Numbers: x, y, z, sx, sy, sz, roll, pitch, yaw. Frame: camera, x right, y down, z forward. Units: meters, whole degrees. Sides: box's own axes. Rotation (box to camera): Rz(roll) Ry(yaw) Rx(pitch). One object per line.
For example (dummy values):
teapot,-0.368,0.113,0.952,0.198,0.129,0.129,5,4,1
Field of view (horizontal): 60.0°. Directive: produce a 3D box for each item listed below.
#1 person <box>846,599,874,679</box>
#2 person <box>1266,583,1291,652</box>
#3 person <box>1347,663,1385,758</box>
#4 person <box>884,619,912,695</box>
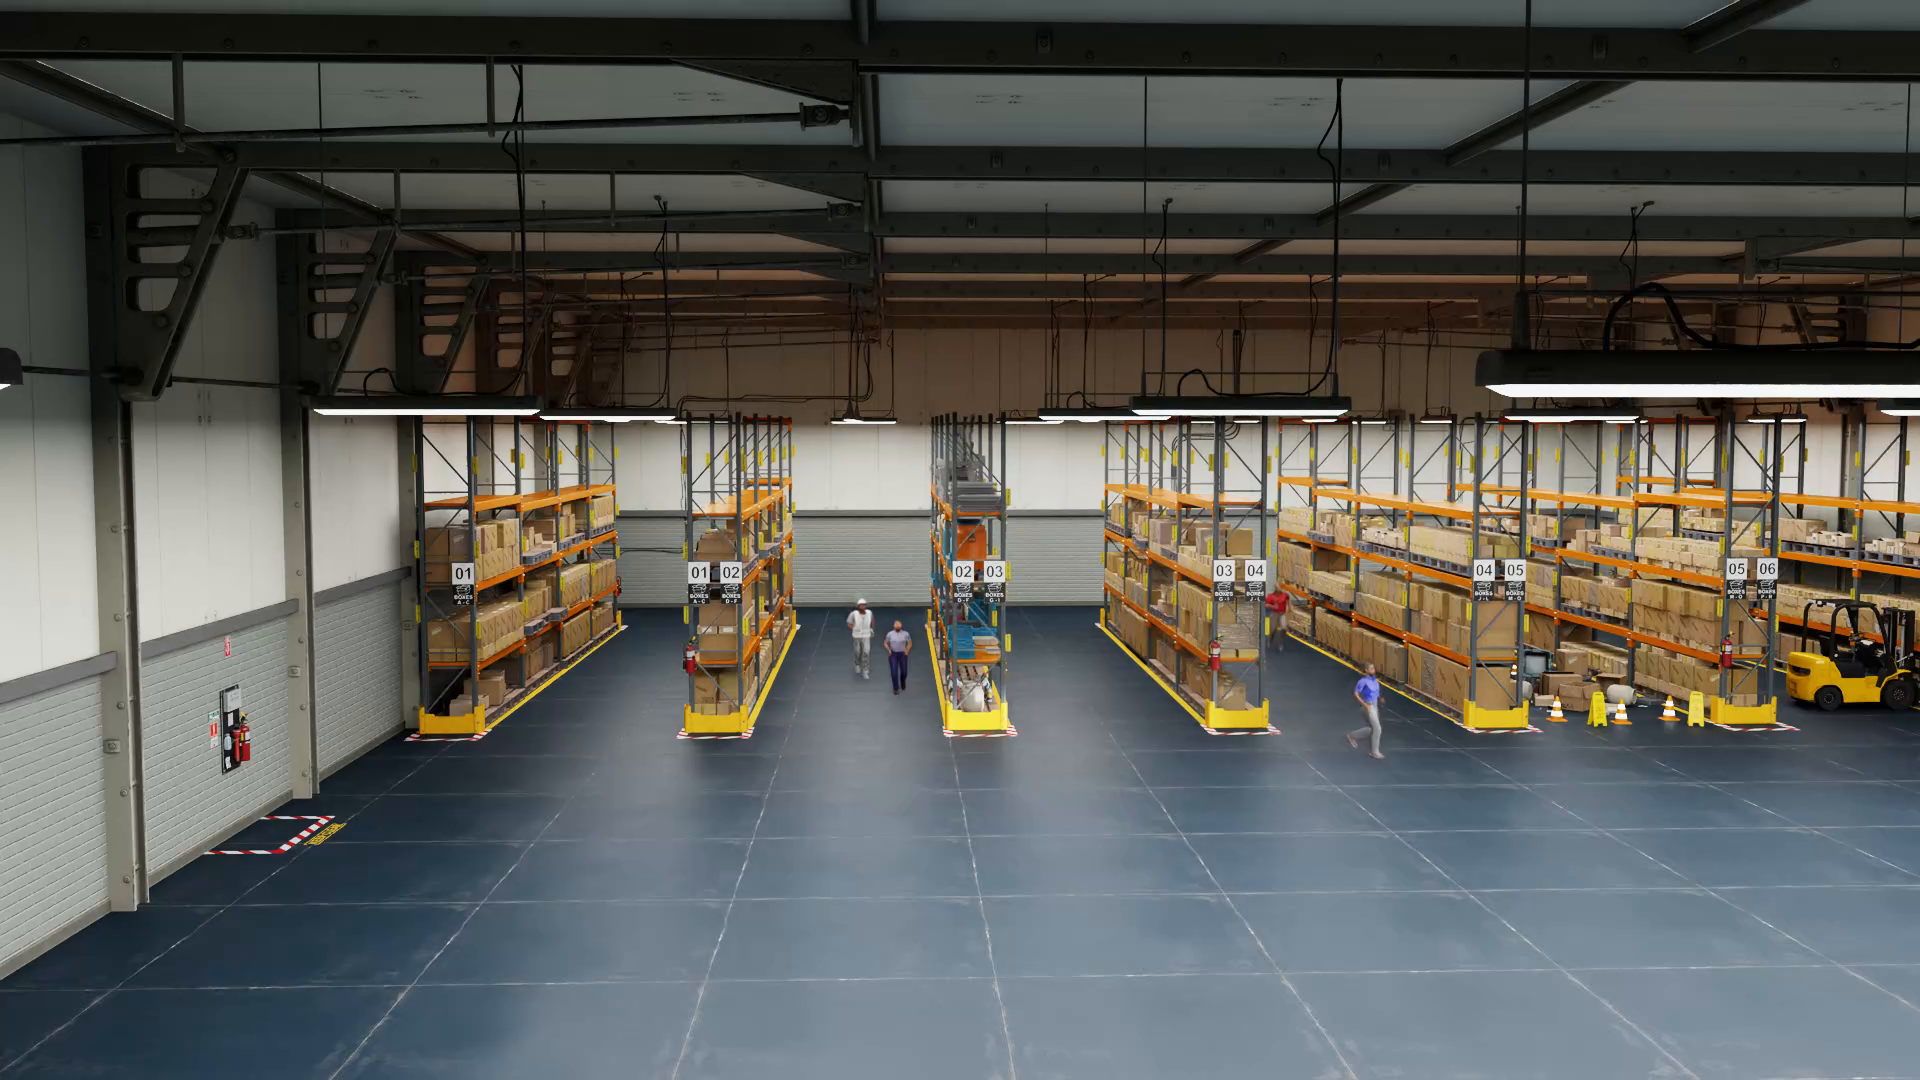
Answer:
person,-2.271,2.237,38.029,0.655,1.791,0.923,-1,4,-11
person,8.138,1.979,42.510,0.672,1.753,0.896,0,4,3
person,7.079,2.949,28.952,0.726,1.649,0.576,3,5,39
person,-1.330,2.507,35.600,0.603,1.586,0.571,0,4,-4
